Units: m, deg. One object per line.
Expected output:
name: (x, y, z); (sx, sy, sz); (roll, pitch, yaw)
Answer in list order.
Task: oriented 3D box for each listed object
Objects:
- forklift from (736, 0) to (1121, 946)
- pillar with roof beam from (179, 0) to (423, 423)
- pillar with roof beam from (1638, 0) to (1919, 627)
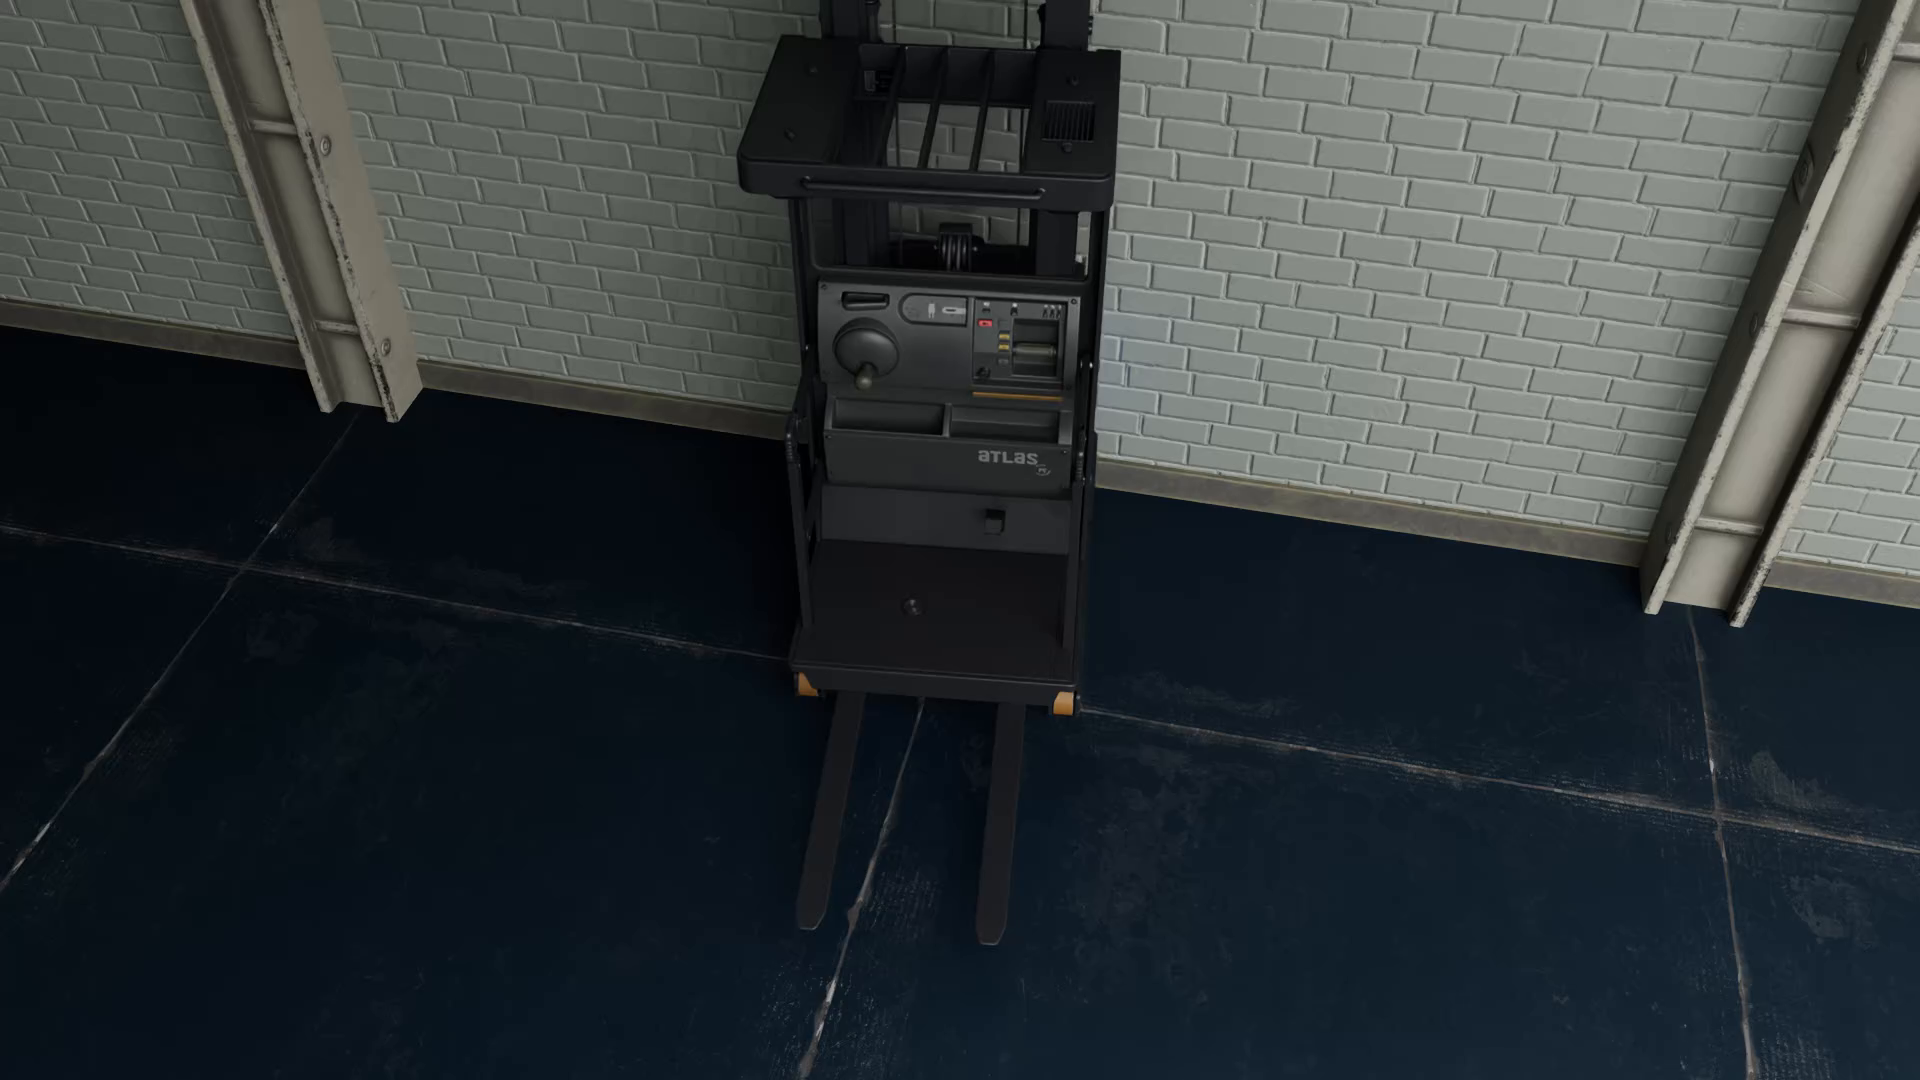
forklift: (-0.061, -0.624, 5.744); (1.130, 2.935, 3.031); (4, 44, 4)
pillar with roof beam: (-3.734, -1.011, 1.772); (0.400, 9.000, 9.100); (9, 45, 9)
pillar with roof beam: (2.122, -0.103, 0.828); (0.400, 9.000, 9.100); (9, 45, 9)
